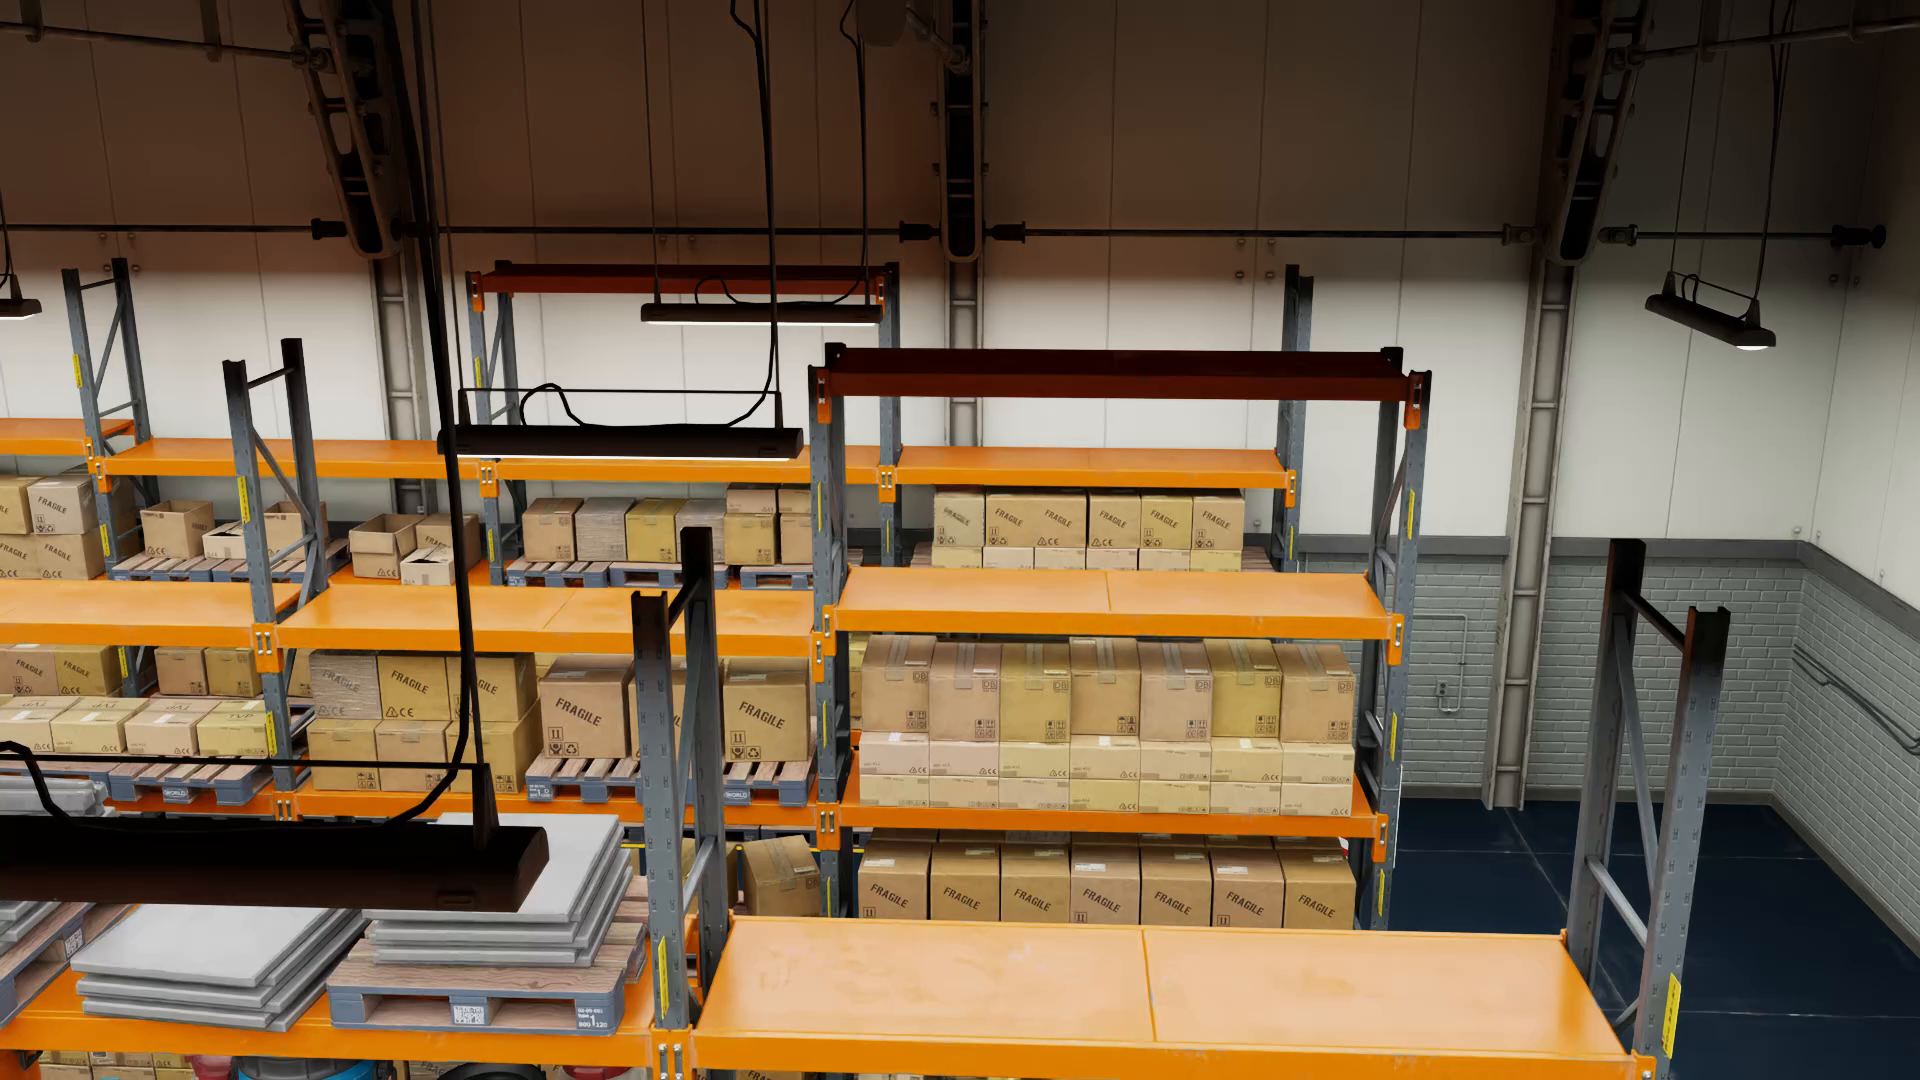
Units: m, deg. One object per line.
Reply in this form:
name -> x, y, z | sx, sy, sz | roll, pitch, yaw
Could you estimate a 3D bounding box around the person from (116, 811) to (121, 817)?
person -> -8.595, 2.679, 16.427 | 0.910, 1.623, 0.531 | -11, 19, -33
